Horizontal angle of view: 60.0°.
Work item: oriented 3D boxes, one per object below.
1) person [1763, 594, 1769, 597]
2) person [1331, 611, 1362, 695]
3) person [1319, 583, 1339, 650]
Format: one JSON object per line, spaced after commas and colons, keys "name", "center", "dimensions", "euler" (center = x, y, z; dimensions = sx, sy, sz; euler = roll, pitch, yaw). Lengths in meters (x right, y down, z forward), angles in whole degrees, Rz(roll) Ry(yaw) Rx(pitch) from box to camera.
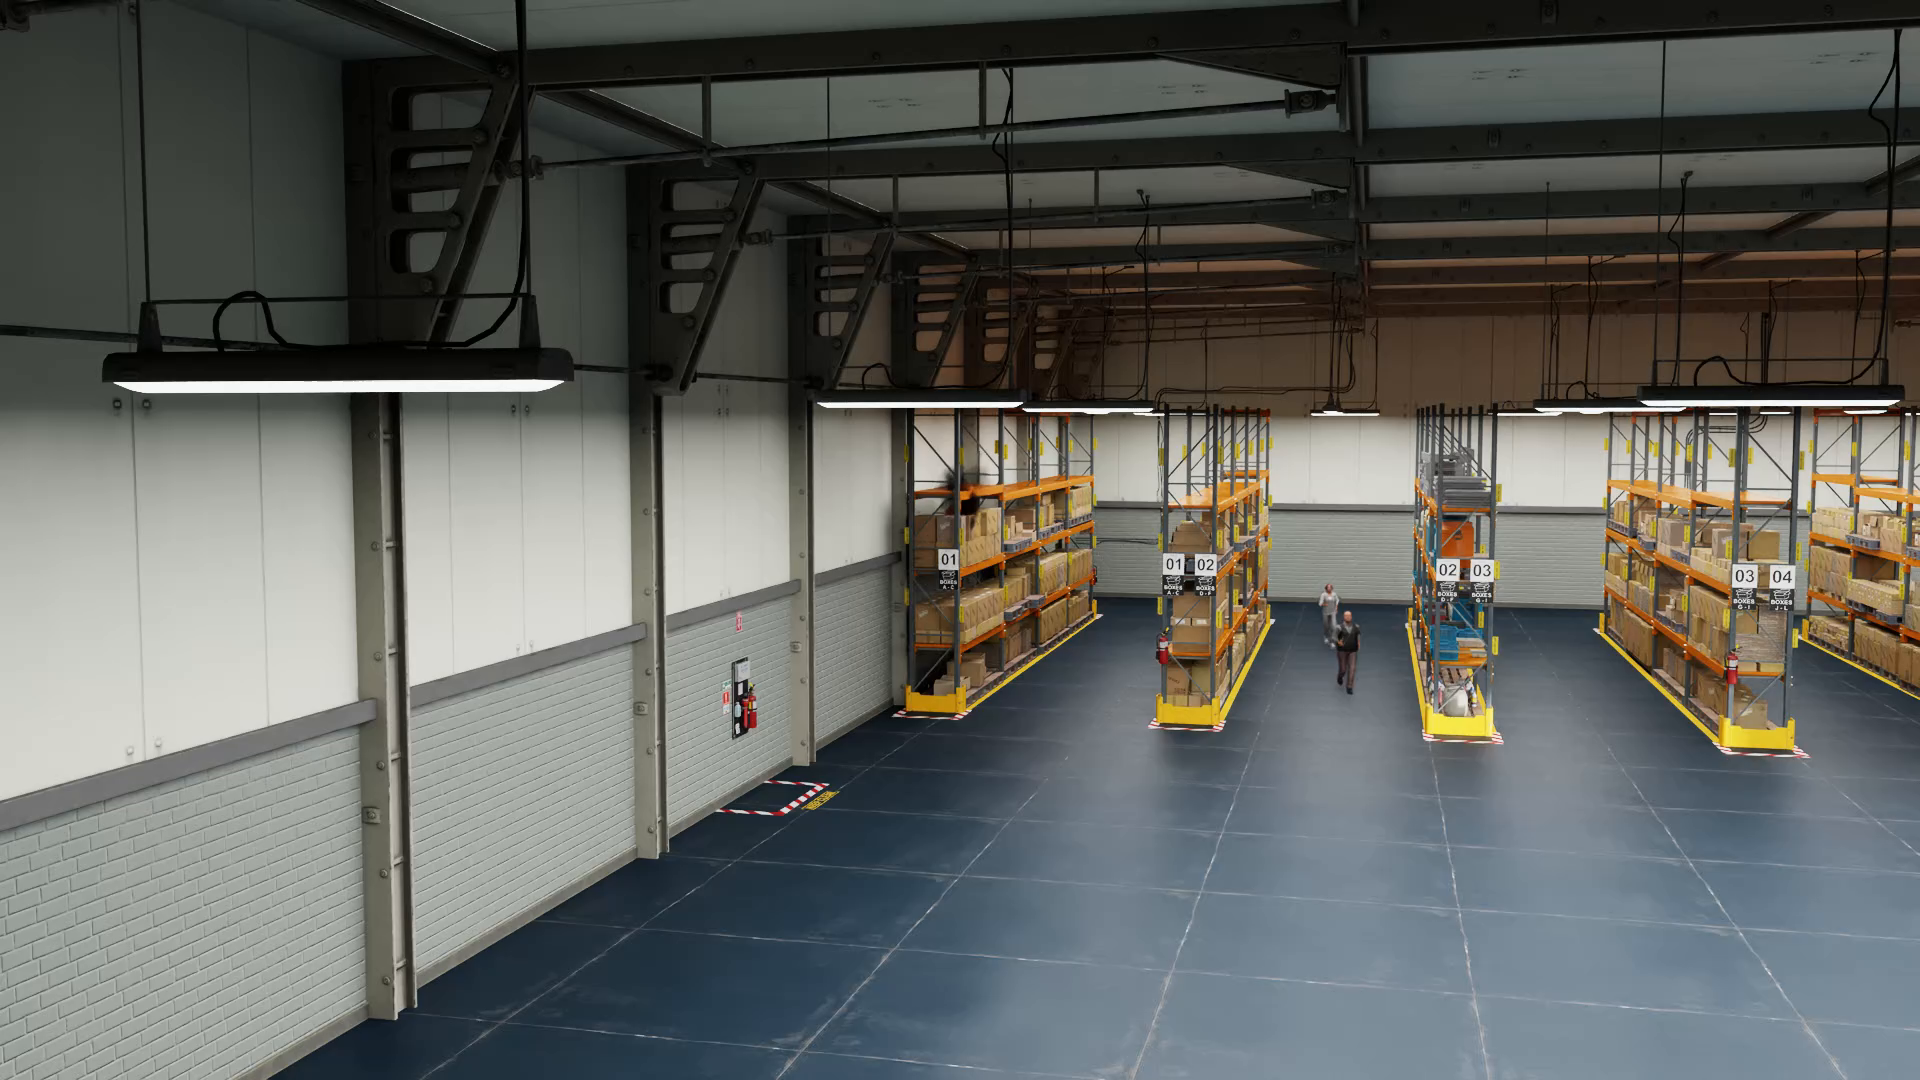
{"name": "person", "center": [20.801, 1.790, 43.340], "dimensions": [0.601, 1.580, 0.603], "euler": [4, 6, 43]}
{"name": "person", "center": [8.086, 2.337, 34.694], "dimensions": [0.663, 1.701, 0.926], "euler": [0, 4, 2]}
{"name": "person", "center": [9.235, 1.891, 41.645], "dimensions": [0.522, 1.645, 0.751], "euler": [0, 4, 5]}
